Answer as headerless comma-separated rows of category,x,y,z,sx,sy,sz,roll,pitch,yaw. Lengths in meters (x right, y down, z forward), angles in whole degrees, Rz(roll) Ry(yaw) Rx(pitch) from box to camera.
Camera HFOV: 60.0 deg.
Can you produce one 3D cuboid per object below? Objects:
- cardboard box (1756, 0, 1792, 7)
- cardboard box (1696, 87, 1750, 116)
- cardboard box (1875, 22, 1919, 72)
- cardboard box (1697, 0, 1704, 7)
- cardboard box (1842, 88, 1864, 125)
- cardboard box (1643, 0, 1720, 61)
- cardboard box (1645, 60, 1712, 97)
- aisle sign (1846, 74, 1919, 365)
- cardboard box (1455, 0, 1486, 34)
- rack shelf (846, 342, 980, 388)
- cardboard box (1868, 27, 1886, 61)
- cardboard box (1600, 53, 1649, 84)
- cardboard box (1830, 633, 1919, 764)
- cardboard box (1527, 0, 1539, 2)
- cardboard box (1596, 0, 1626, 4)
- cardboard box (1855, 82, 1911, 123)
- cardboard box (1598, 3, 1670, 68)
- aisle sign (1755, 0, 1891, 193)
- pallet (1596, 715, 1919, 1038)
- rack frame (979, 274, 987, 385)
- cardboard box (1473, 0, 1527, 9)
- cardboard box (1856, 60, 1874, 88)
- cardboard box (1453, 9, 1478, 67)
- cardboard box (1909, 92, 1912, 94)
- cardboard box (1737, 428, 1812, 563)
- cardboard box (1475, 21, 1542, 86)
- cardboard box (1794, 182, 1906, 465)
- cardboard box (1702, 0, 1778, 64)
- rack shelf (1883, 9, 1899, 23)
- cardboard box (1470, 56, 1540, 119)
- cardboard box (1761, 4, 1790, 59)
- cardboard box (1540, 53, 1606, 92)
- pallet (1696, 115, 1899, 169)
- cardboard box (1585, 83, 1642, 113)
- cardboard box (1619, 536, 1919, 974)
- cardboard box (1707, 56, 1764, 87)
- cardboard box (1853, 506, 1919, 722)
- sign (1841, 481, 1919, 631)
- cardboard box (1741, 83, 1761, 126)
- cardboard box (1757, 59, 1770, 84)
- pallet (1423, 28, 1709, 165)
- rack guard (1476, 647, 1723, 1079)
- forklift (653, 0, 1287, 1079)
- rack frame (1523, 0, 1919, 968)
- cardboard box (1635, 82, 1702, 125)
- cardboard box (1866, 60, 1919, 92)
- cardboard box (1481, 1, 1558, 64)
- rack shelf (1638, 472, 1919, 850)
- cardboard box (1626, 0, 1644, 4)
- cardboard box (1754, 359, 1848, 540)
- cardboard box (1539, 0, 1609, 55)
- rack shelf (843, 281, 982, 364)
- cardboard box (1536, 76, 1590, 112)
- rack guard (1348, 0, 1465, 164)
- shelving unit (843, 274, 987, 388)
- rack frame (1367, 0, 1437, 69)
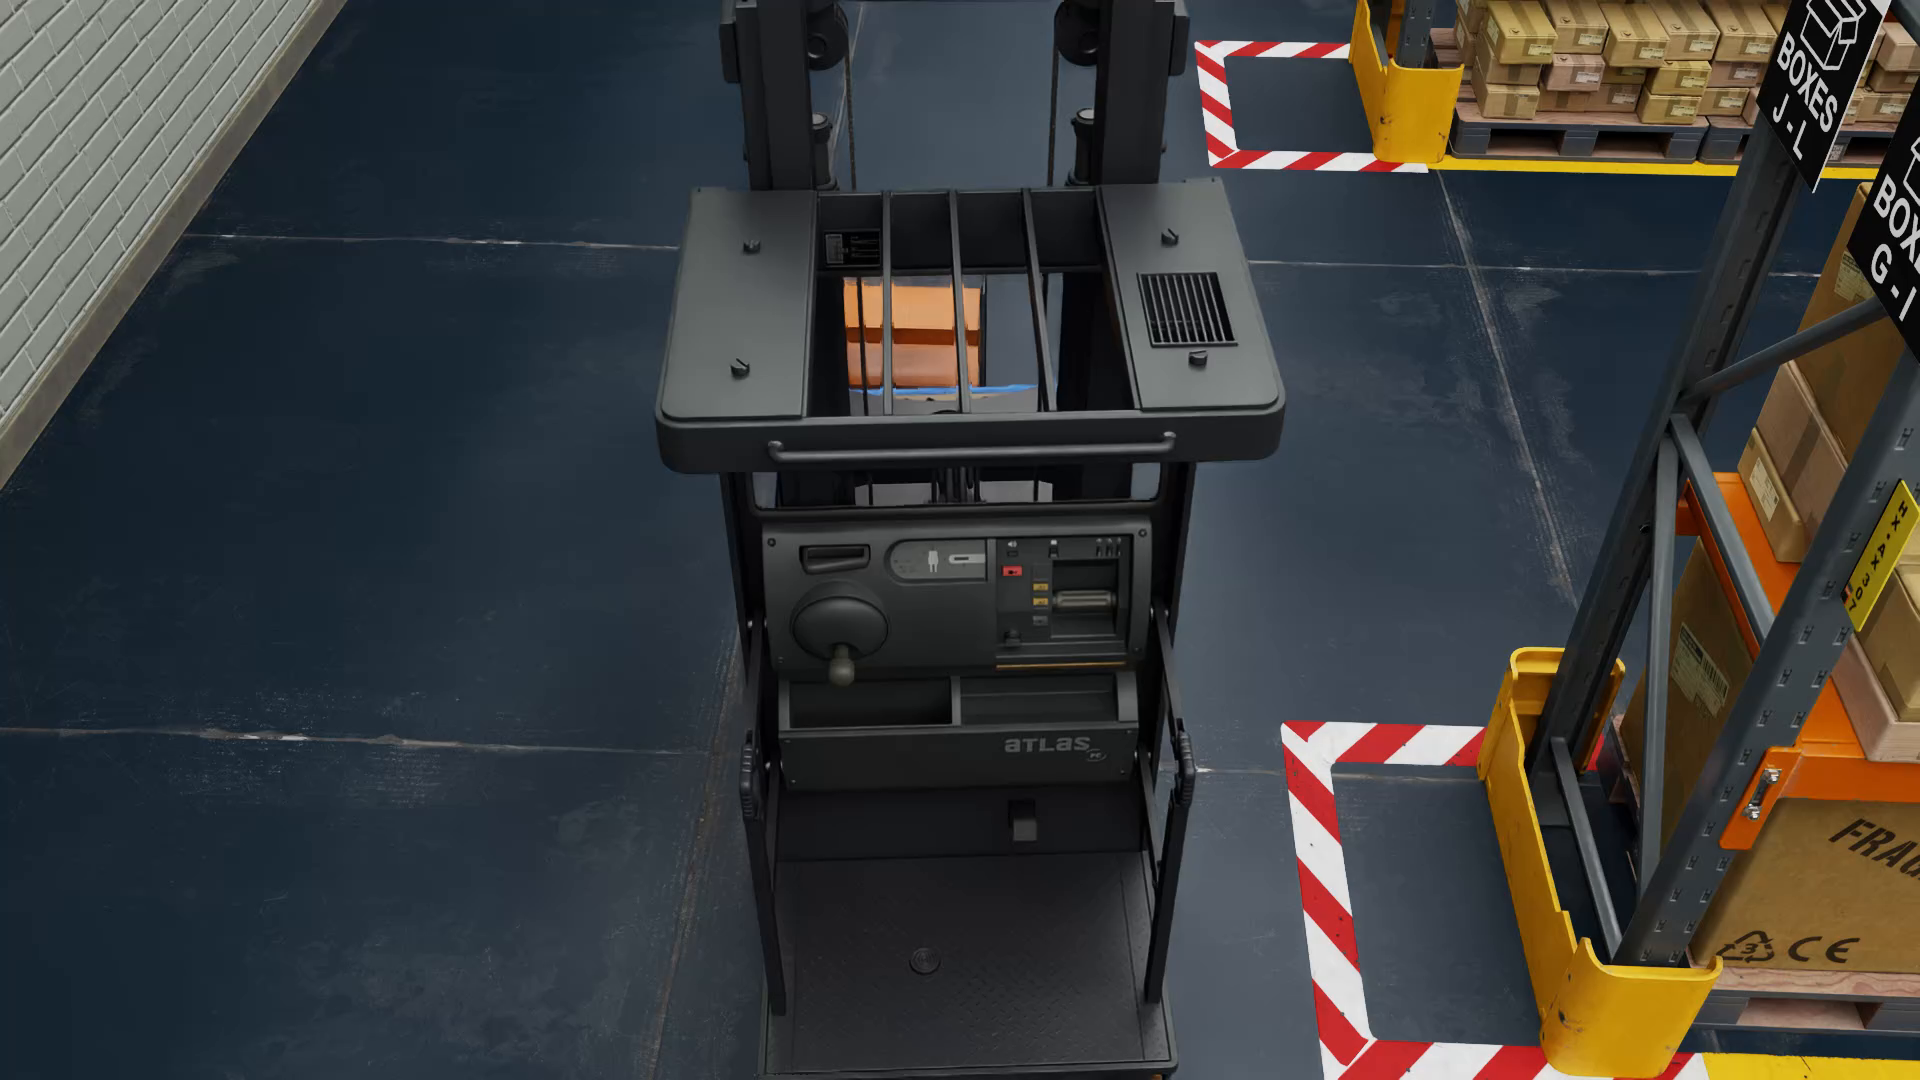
cardboard box,4.028,-2.782,8.383,0.250,0.149,0.380,0,43,0
cardboard box,3.722,-2.267,8.266,0.250,0.149,0.380,2,43,2
cardboard box,4.513,-2.400,7.972,0.250,0.149,0.380,0,43,0
cardboard box,3.770,-2.866,8.472,0.250,0.149,0.380,3,43,3
cardboard box,4.245,-2.209,8.204,0.250,0.149,0.380,2,43,2
cardboard box,3.477,-2.479,8.057,0.250,0.149,0.380,0,43,0
cardboard box,3.473,-2.323,8.109,0.250,0.149,0.380,3,43,3
aisle sign,1.781,-0.746,2.942,0.004,0.787,0.394,2,43,2
cardboard box,2.730,-2.768,8.586,0.250,0.149,0.380,1,43,1
rack shelf,-0.165,-0.559,5.740,0.480,0.148,0.258,2,43,2
cardboard box,4.269,-2.482,8.061,0.250,0.149,0.380,2,43,2
cardboard box,3.222,-2.405,8.196,0.250,0.149,0.380,2,43,2
cardboard box,2.206,0.331,3.878,0.250,0.149,0.380,2,43,2
cardboard box,2.979,-2.808,8.411,0.250,0.149,0.380,3,43,3
cardboard box,3.243,-2.887,8.495,0.250,0.149,0.380,1,43,1
cardboard box,4.488,-2.224,8.220,0.250,0.149,0.380,3,43,3
cardboard box,3.225,-2.430,8.005,0.250,0.149,0.380,2,43,2
aisle sign,1.808,-1.154,3.381,0.004,0.787,0.394,2,43,2
pallet,2.668,0.995,5.027,1.213,0.211,1.003,2,43,2
rack frame,0.078,-0.437,5.838,0.015,1.200,0.240,2,43,2
cardboard box,2.731,-2.855,8.461,0.250,0.149,0.380,2,43,2
cardboard box,4.285,-2.385,8.174,0.250,0.149,0.380,4,43,4
cardboard box,2.726,-2.607,8.631,0.250,0.149,0.380,2,43,3
cardboard box,4.745,-2.170,8.162,0.250,0.149,0.380,2,43,2
cardboard box,2.237,-0.118,4.360,0.250,0.149,0.380,3,43,3
cardboard box,2.702,-2.399,8.190,0.250,0.149,0.380,3,43,4
cardboard box,2.365,-0.489,3.916,0.500,0.500,0.500,2,43,2
cardboard box,3.753,-2.464,8.041,0.250,0.149,0.380,3,43,4
rack shelf,3.864,-0.769,3.202,4.000,0.370,1.077,2,43,2
cardboard box,2.699,-2.247,8.245,0.250,0.149,0.380,3,43,3
cardboard box,4.014,-2.425,7.999,0.250,0.149,0.380,2,43,3
cardboard box,2.973,-2.352,8.140,0.250,0.149,0.380,2,43,2
pallet,4.292,-2.260,8.521,1.213,0.211,1.003,2,43,2
cardboard box,3.213,-2.292,8.293,0.250,0.149,0.380,2,43,2
cardboard box,2.509,0.593,4.664,0.875,0.875,0.875,2,43,2
cardboard box,3.742,-2.380,8.169,0.250,0.149,0.380,0,43,0
cardboard box,2.333,0.148,3.782,0.500,0.250,0.500,1,43,1
sign,1.835,0.036,3.318,0.005,0.325,0.100,2,43,2
cardboard box,3.967,-2.200,8.194,0.250,0.149,0.380,0,43,0
cardboard box,4.015,-2.400,8.191,0.250,0.149,0.380,4,43,4
pallet,3.076,-2.299,8.563,1.213,0.211,1.003,2,43,2
rack guard,1.842,0.917,4.898,0.348,0.500,1.175,2,43,2
forklift,0.005,0.232,3.850,1.130,2.935,3.031,-1,43,-2
rack frame,1.866,0.004,4.046,0.127,3.000,1.000,2,43,2
cardboard box,3.463,-2.209,8.205,0.250,0.149,0.380,2,43,2
cardboard box,4.550,-2.348,8.135,0.250,0.149,0.380,0,43,0
cardboard box,2.698,-2.451,8.028,0.250,0.149,0.380,0,43,0
rack shelf,3.864,0.328,4.225,4.000,0.370,1.077,2,43,2
cardboard box,3.499,-2.836,8.441,0.250,0.149,0.380,0,43,0
cardboard box,2.362,-0.216,4.173,0.500,0.250,0.500,1,43,1
cardboard box,2.979,-2.525,8.107,0.250,0.149,0.380,2,43,3
rack shelf,-0.165,-0.732,5.579,0.480,0.148,0.258,2,43,2
cardboard box,2.964,-2.295,8.296,0.250,0.149,0.380,2,43,2
rack guard,2.266,-2.454,8.517,0.348,0.500,1.175,2,43,2
shelving unit,-0.165,-0.444,5.846,0.503,1.200,0.258,2,43,2
rack frame,2.190,-3.371,7.668,0.127,3.000,1.000,2,43,2
